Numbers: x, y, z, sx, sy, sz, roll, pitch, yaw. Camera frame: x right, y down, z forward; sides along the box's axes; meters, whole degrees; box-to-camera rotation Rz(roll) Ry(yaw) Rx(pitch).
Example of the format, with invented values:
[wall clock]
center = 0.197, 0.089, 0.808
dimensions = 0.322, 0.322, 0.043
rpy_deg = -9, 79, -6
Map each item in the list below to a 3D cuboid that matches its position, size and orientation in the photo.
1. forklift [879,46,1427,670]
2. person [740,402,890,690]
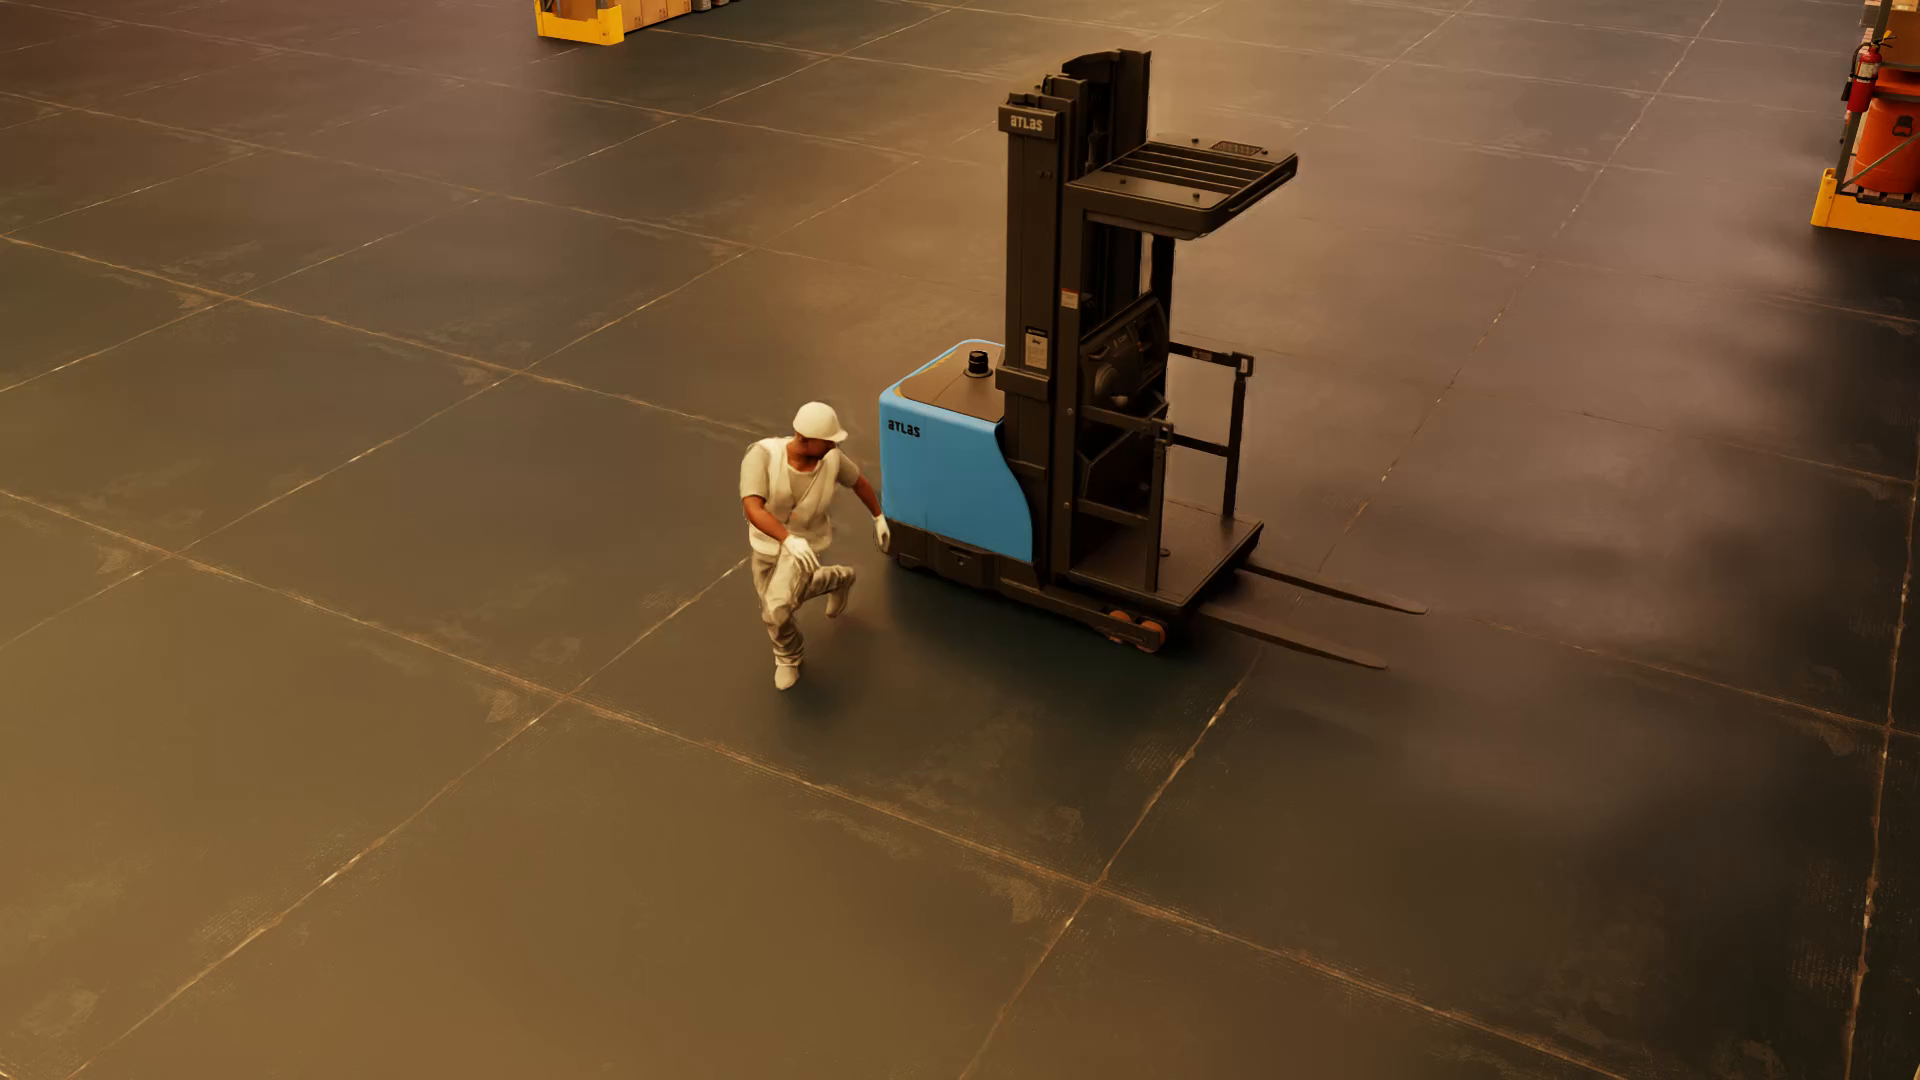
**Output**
[forklift]
center = 1.049, -0.967, 8.747
dimensions = 3.031, 2.935, 1.130
rpy_deg = 17, 34, 27
[person]
center = -0.761, -0.035, 8.575
dimensions = 0.670, 1.549, 0.935
rpy_deg = 8, 31, 13
